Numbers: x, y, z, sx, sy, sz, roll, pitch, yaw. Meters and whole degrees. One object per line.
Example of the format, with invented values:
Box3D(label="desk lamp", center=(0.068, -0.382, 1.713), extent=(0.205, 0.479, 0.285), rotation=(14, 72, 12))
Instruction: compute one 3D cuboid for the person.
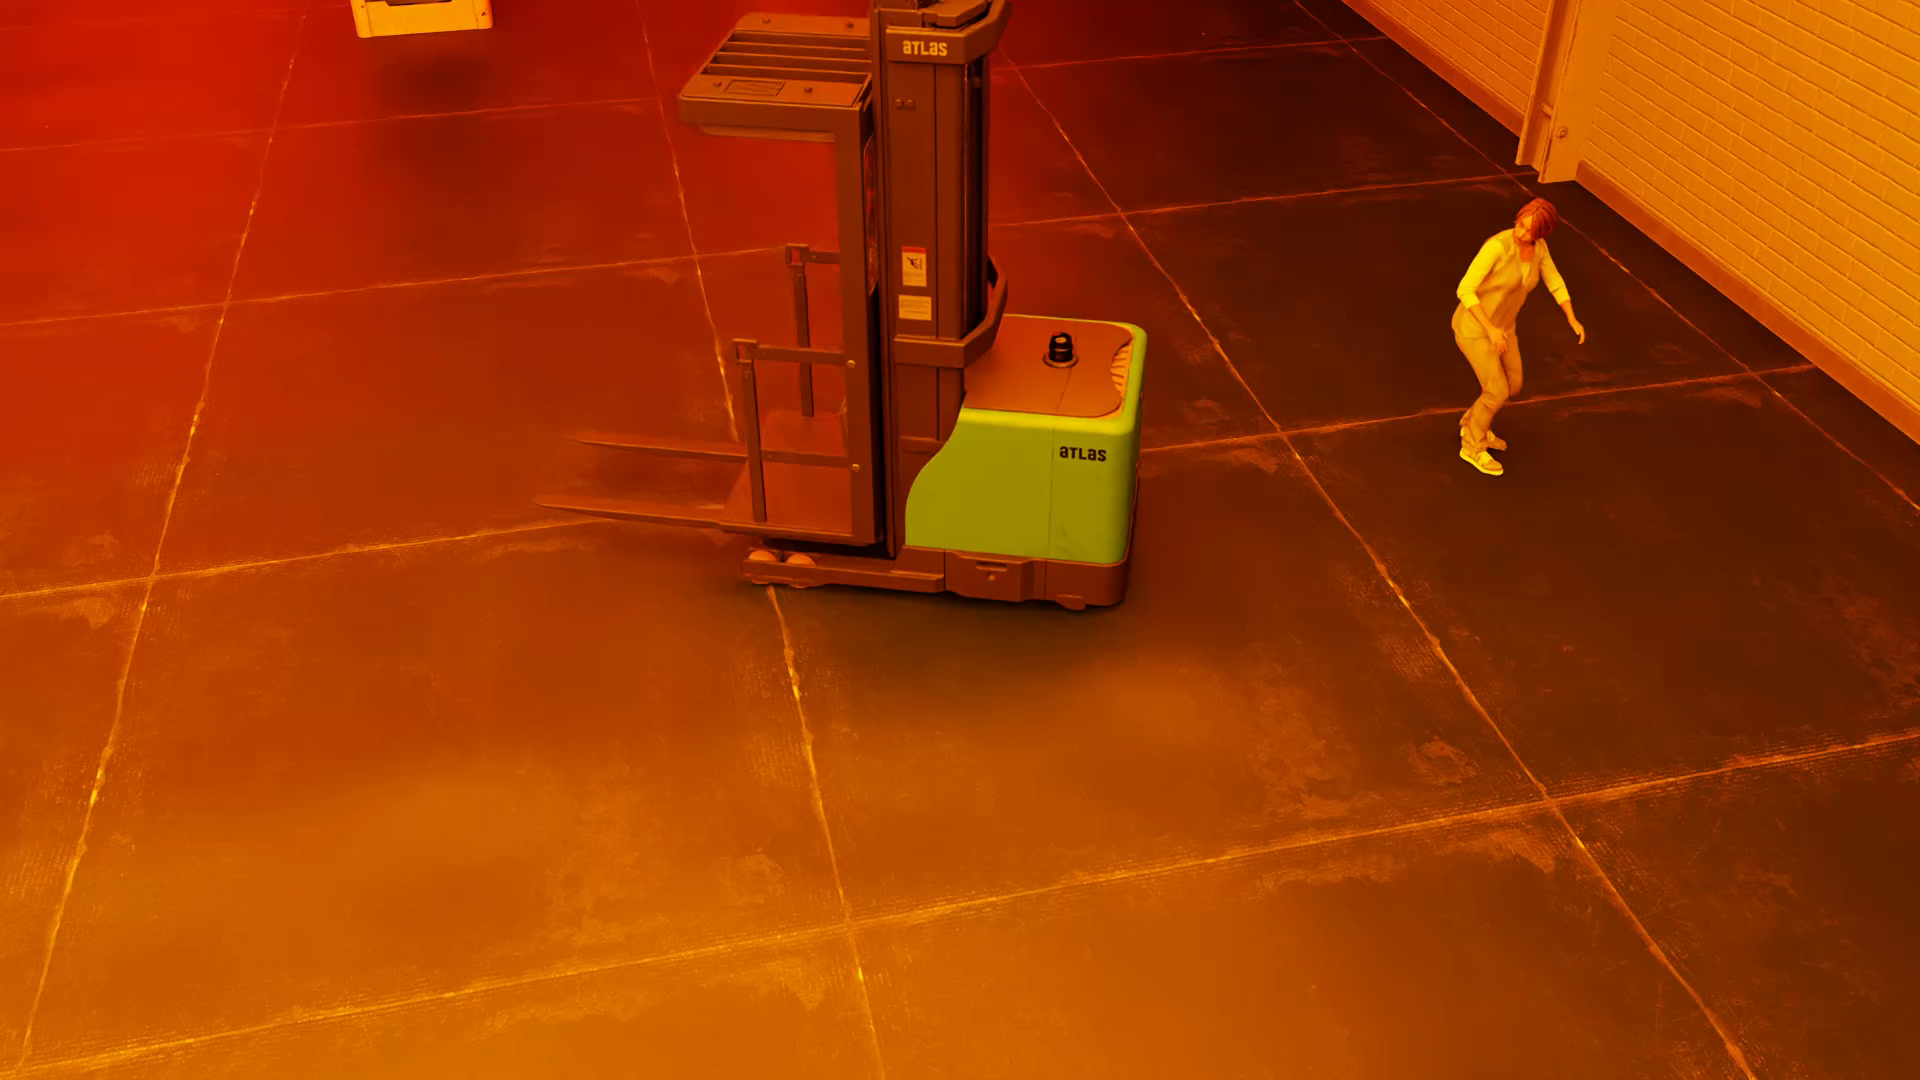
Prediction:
Box3D(label="person", center=(2.894, -1.060, 8.753), extent=(0.657, 1.554, 0.570), rotation=(-23, 42, -28))

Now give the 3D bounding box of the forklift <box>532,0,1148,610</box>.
Box3D(label="forklift", center=(-0.627, -1.249, 7.786), extent=(3.031, 2.935, 1.130), rotation=(5, 36, 7))
